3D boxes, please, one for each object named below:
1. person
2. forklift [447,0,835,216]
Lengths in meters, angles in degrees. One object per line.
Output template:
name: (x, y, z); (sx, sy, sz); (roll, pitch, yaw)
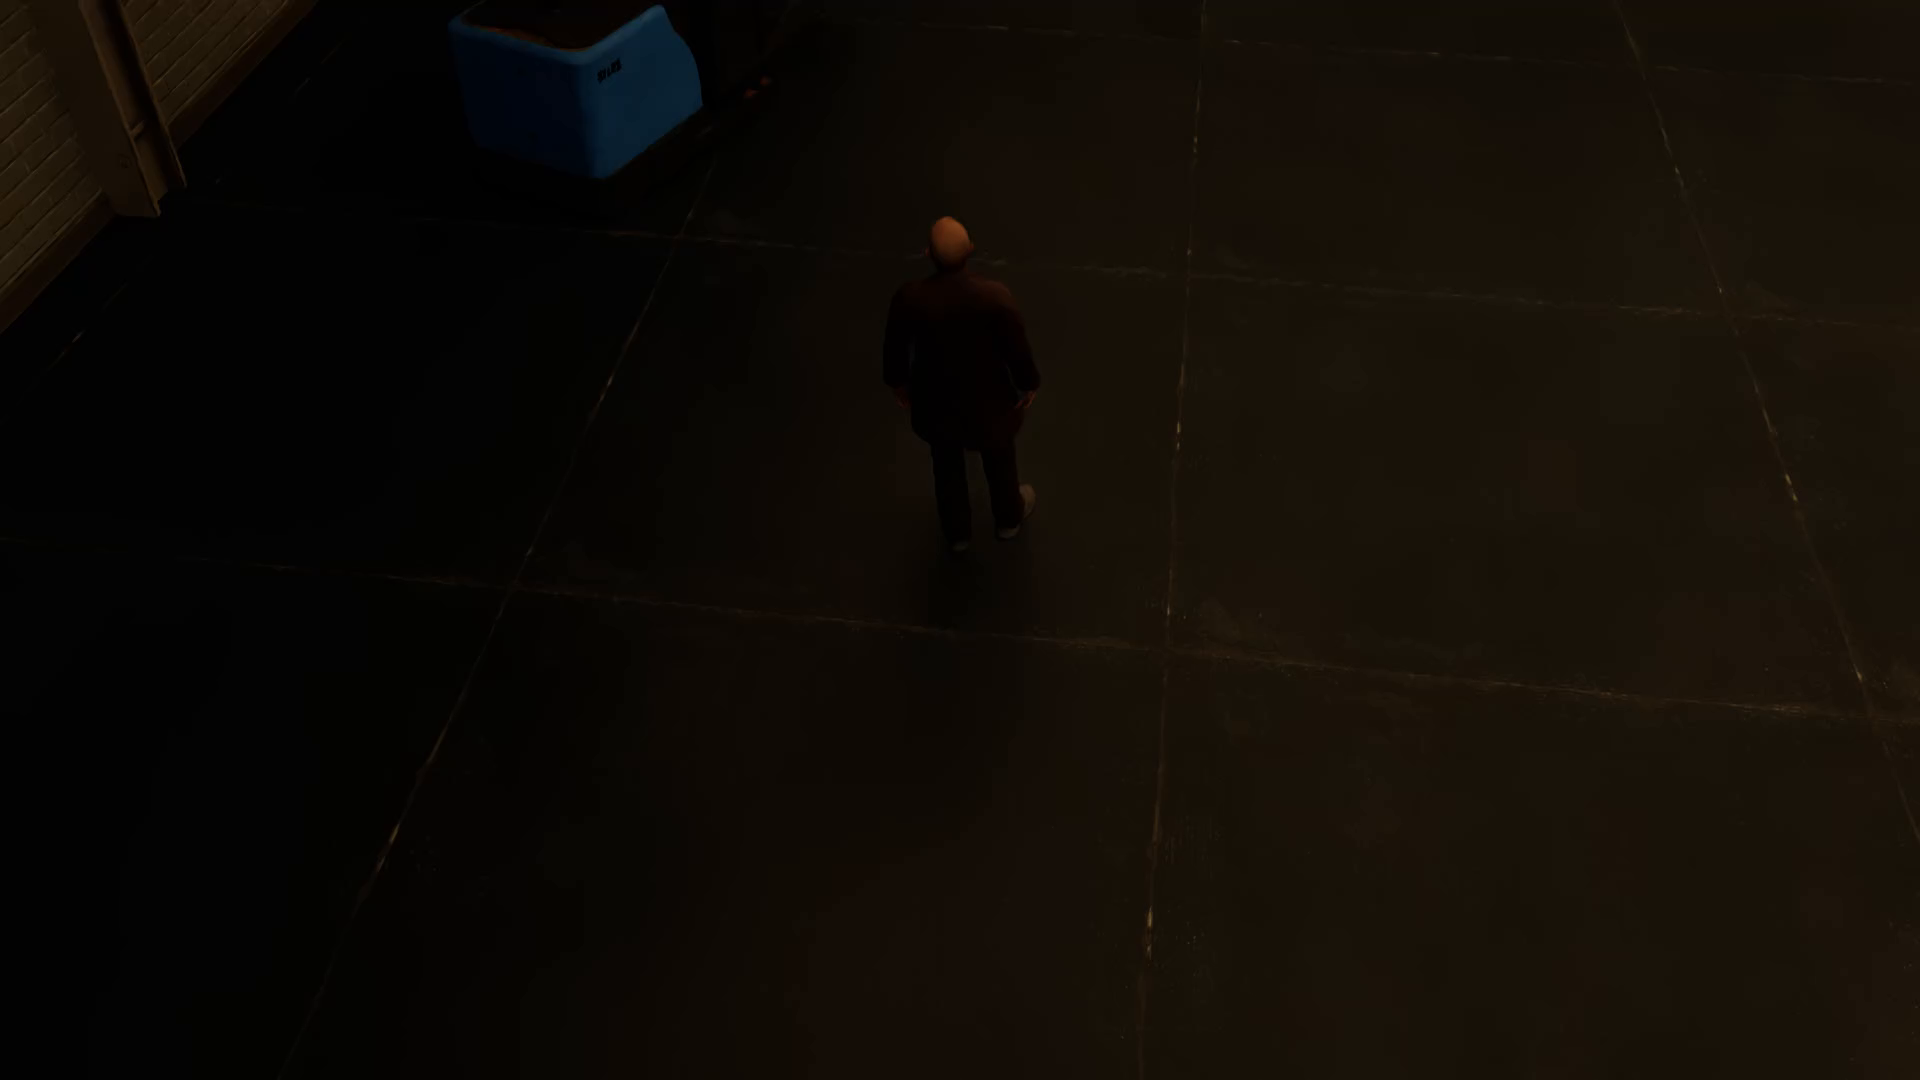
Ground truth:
person: (0.017, -0.721, 7.351); (0.694, 1.776, 0.580); (5, 43, 6)
forklift: (-1.847, -3.997, 10.075); (1.130, 2.935, 3.031); (19, 46, 20)
